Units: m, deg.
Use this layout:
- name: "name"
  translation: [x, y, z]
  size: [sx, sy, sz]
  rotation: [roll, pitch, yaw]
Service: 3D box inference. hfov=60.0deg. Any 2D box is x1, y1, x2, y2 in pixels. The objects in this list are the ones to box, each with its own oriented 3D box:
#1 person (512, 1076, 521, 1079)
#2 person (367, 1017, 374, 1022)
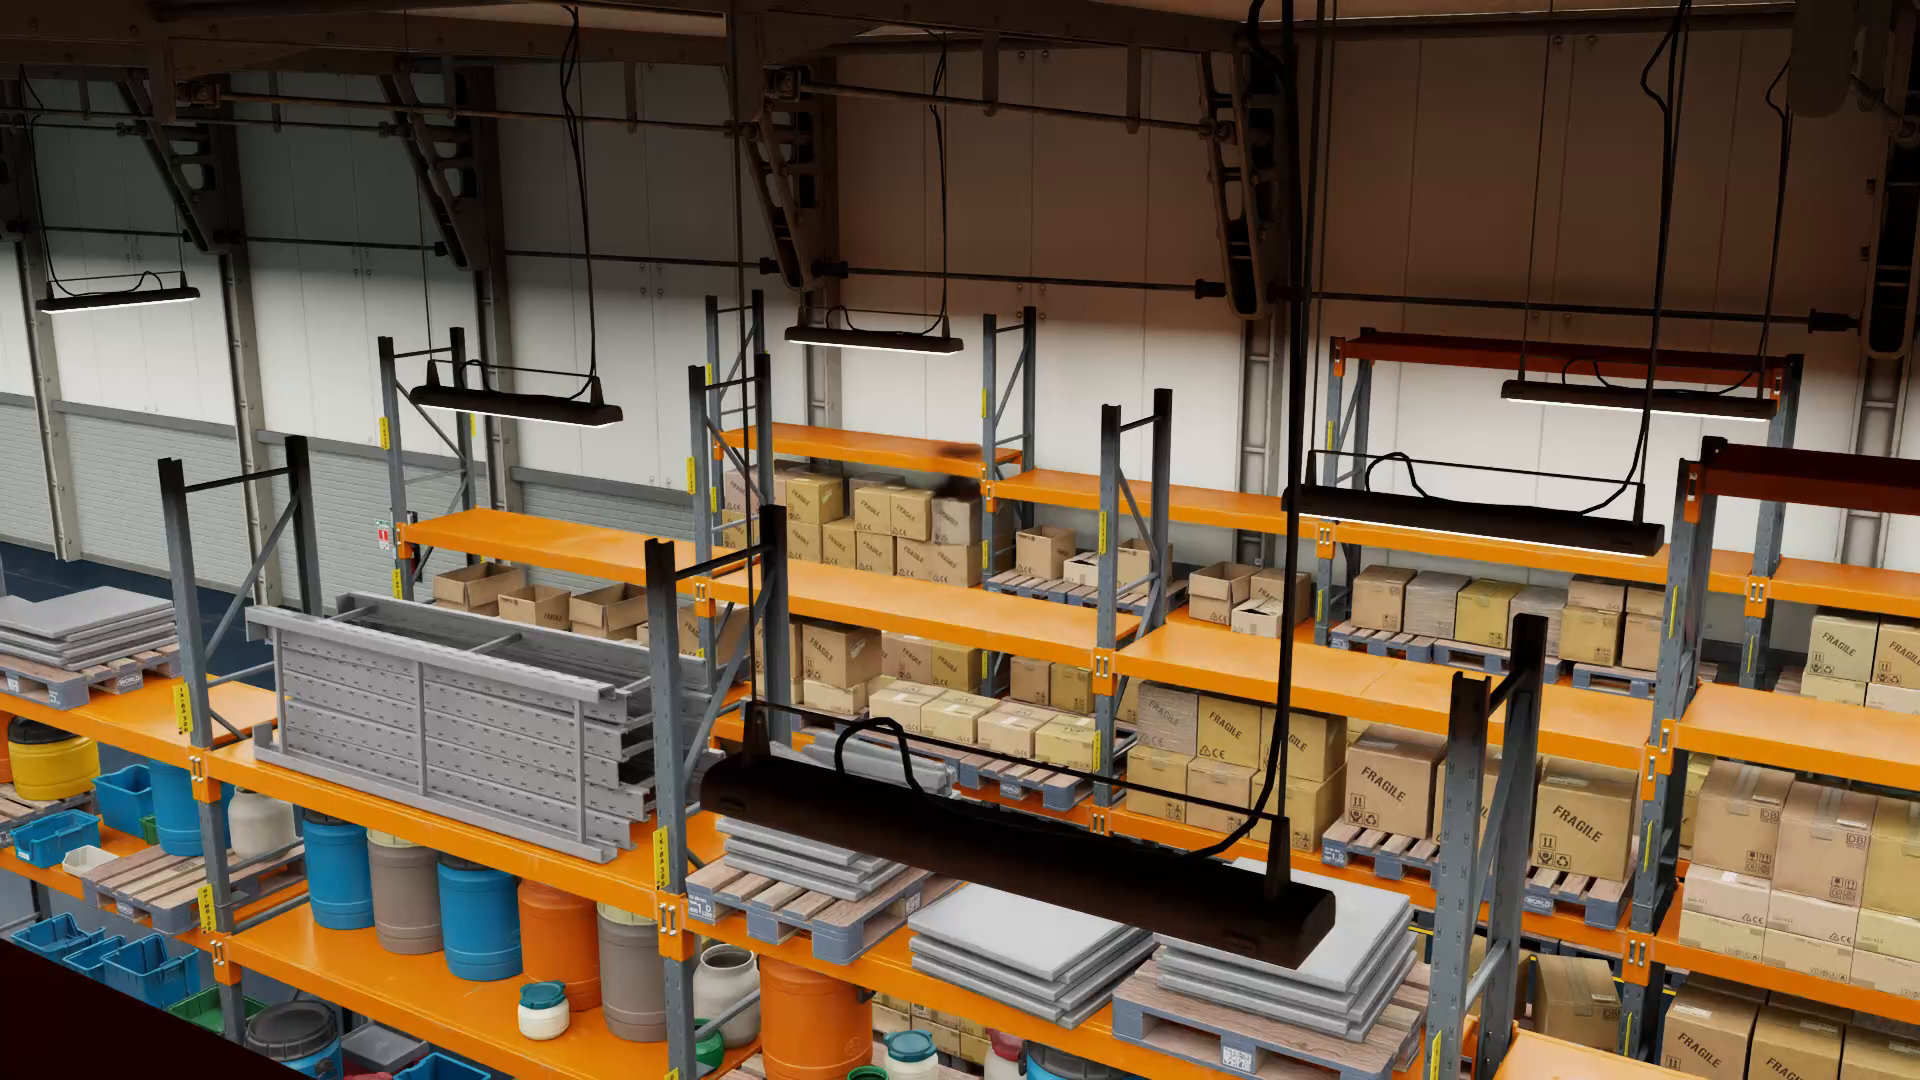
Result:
- name: "person"
  translation: [-3.153, 4.294, 12.603]
  size: [0.385, 1.542, 0.871]
  rotation: [-13, 19, -43]
- name: "person"
  translation: [-5.167, 3.639, 14.892]
  size: [0.545, 1.785, 0.548]
  rotation: [-2, 14, -6]
